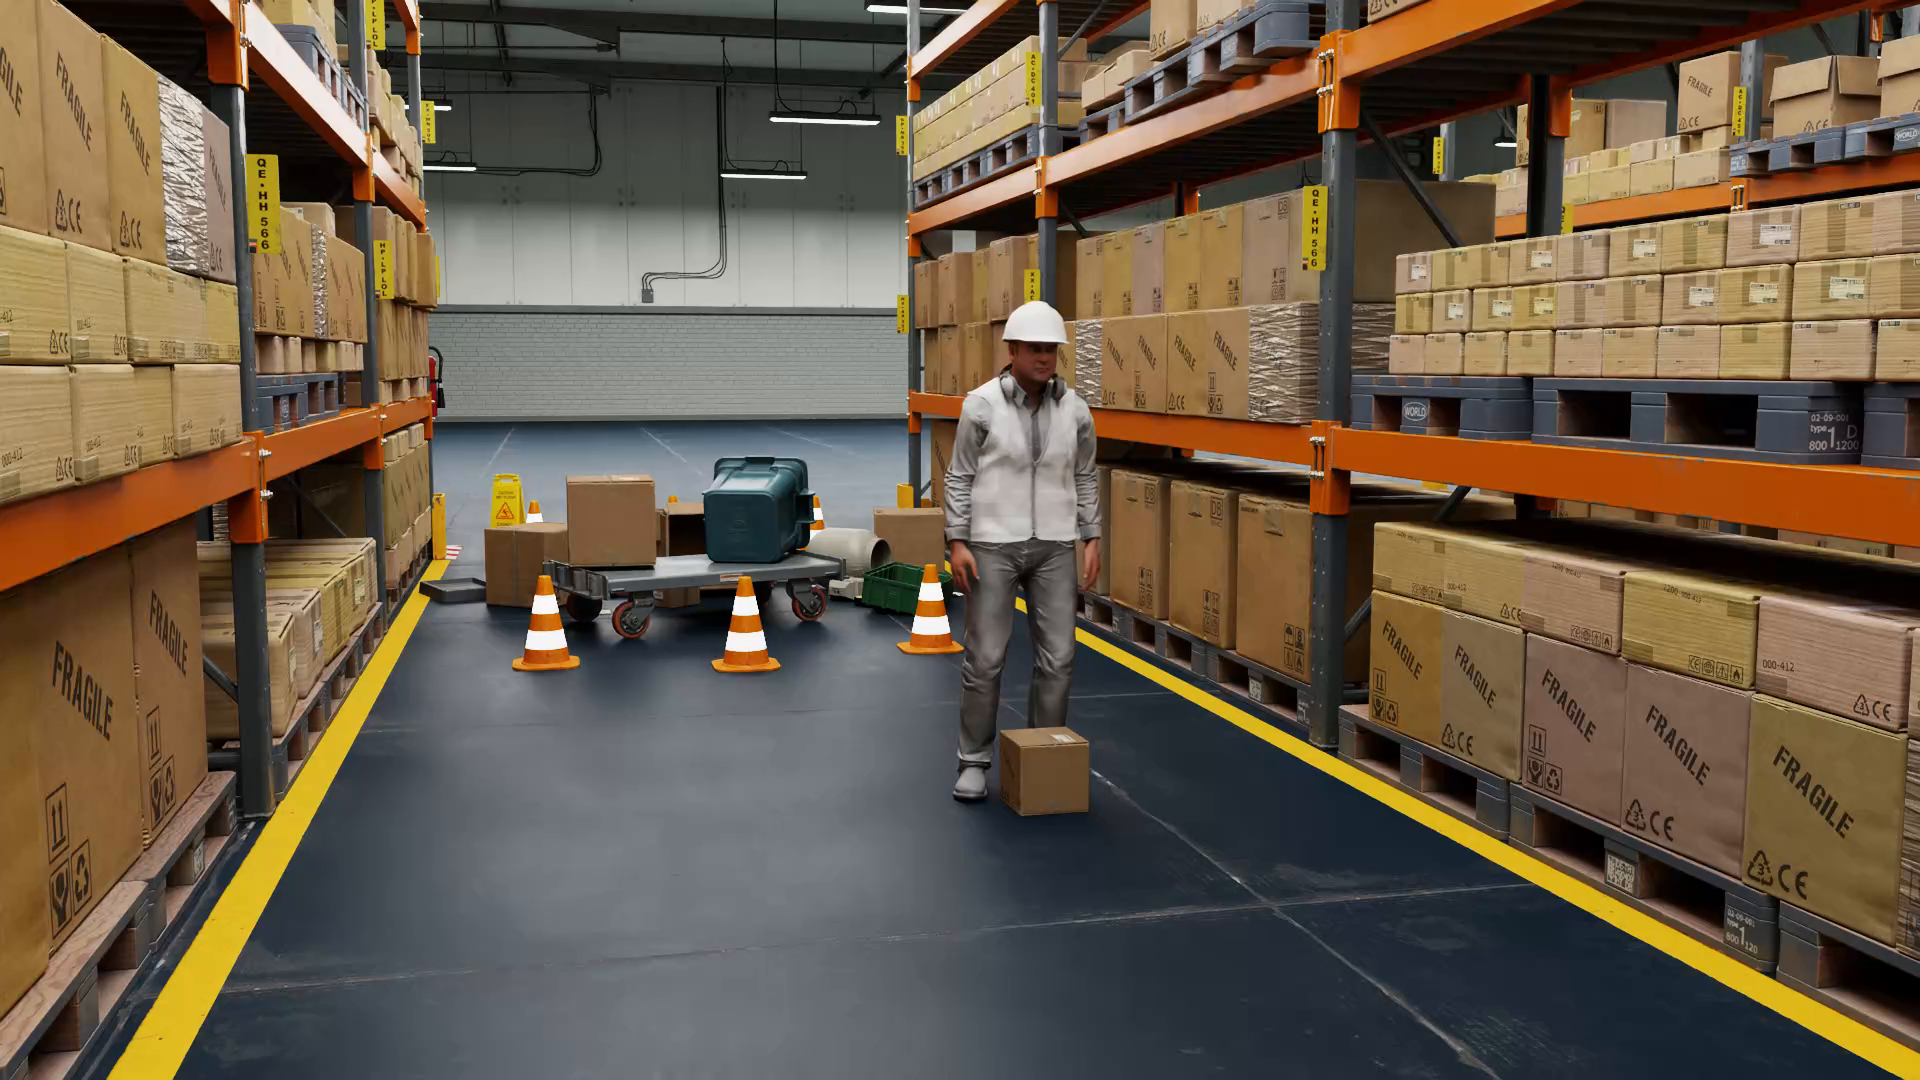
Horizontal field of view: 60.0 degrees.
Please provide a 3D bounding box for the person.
[{"bbox_3d":[0.233,0.031,6.027,0.589,1.772,0.464,-2,6,-15],"label":"person"}]
